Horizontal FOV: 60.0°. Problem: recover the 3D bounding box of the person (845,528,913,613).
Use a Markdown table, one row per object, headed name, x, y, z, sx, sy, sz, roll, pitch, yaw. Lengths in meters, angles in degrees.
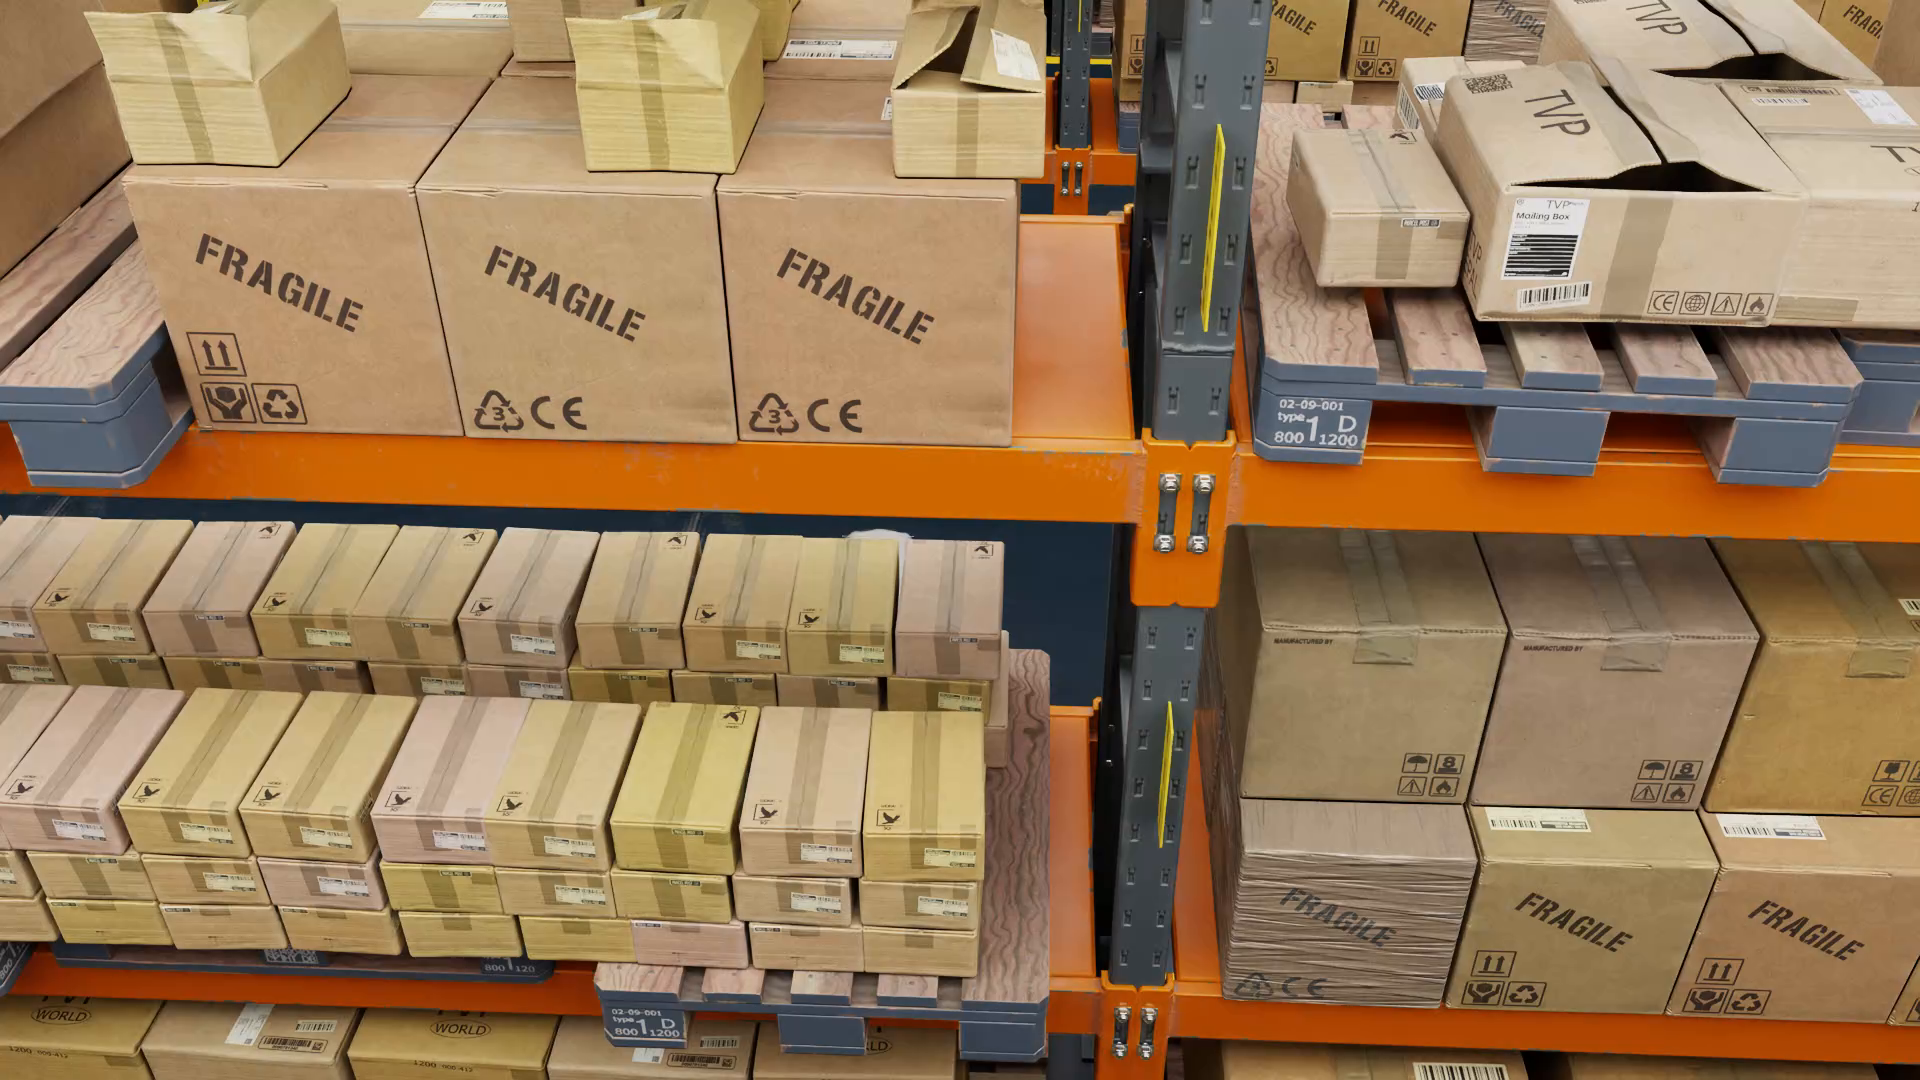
| name | x | y | z | sx | sy | sz | roll | pitch | yaw |
| --- | --- | --- | --- | --- | --- | --- | --- | --- | --- |
| person | -0.299 | 0.444 | 6.345 | 0.459 | 0.774 | 0.867 | 0 | 36 | 1 |
